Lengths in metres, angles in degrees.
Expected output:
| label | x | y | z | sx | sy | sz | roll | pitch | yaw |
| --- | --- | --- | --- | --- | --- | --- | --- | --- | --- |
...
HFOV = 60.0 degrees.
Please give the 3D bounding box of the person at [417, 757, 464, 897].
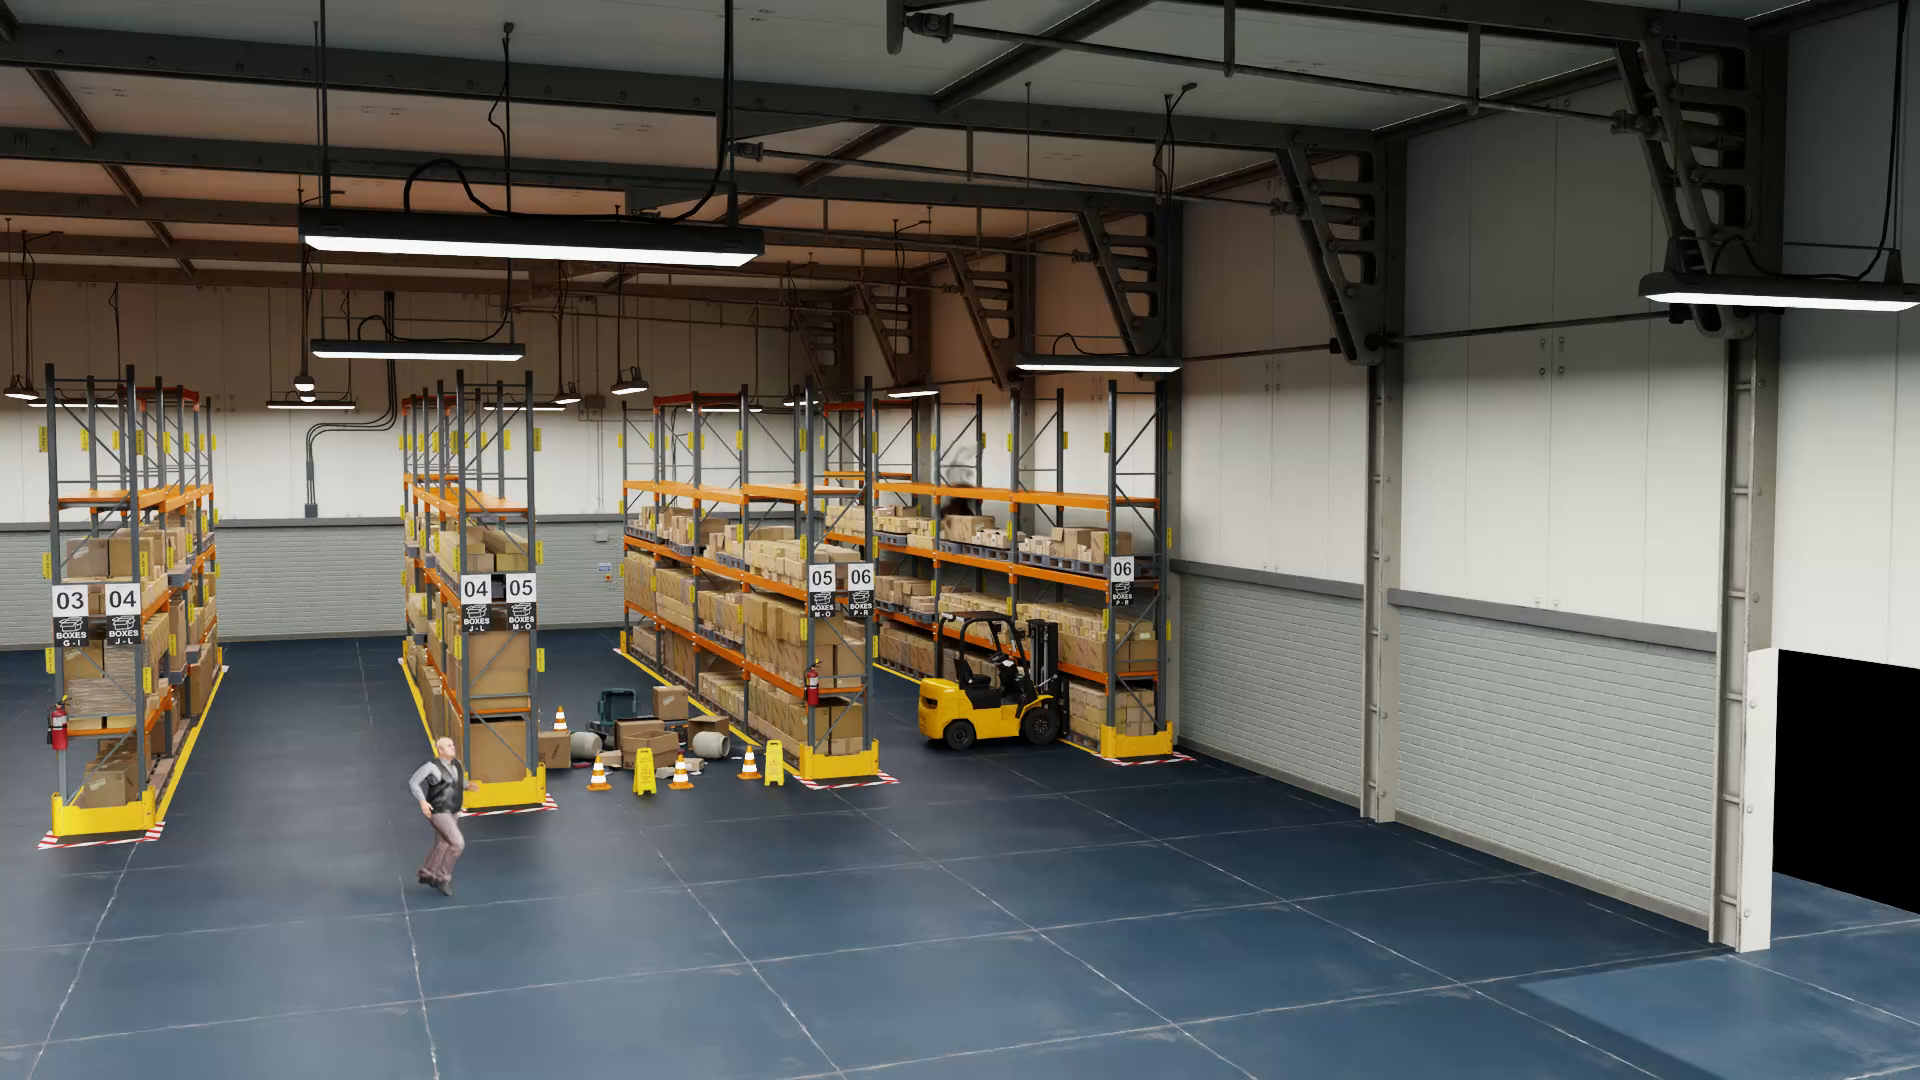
| label | x | y | z | sx | sy | sz | roll | pitch | yaw |
| --- | --- | --- | --- | --- | --- | --- | --- | --- | --- |
| person | -11.618 | 2.623 | 28.015 | 17.049 | 1.535 | 15.608 | 1 | 3 | 16 |
